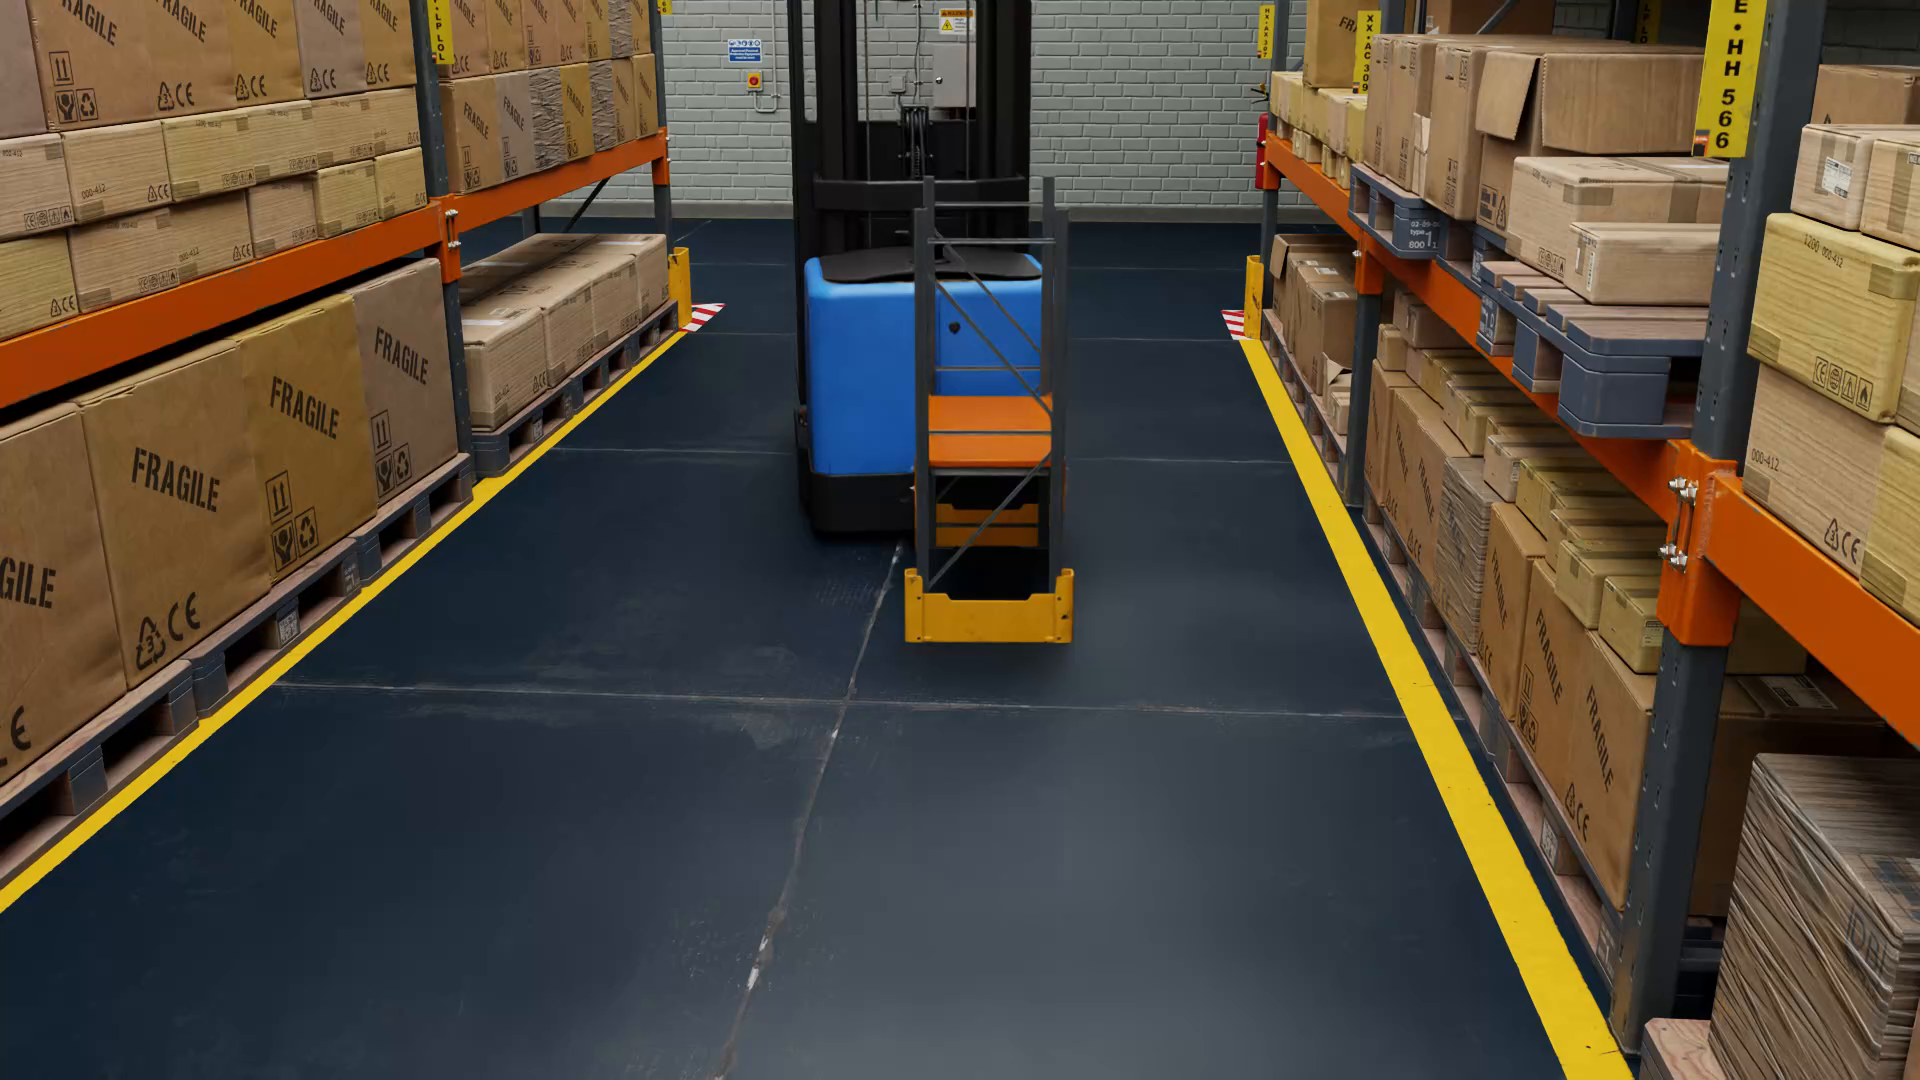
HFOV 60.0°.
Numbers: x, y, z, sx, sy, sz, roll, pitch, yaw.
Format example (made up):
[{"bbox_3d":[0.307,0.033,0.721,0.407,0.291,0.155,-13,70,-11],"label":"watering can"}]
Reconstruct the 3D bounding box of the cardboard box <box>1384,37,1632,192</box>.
[{"bbox_3d":[1.912,-1.510,5.880,0.700,0.500,0.500,1,18,5],"label":"cardboard box"}]

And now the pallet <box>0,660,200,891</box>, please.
[{"bbox_3d":[-2.900,0.645,4.615,1.003,0.211,1.213,1,18,4],"label":"pallet"}]

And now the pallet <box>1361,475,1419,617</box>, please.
[{"bbox_3d":[2.186,0.009,6.556,1.003,0.211,1.213,1,18,4],"label":"pallet"}]

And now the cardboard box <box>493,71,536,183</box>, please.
[{"bbox_3d":[-2.410,-2.023,8.118,0.500,0.500,0.500,1,18,4],"label":"cardboard box"}]

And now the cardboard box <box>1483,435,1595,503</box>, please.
[{"bbox_3d":[1.826,-0.217,5.067,0.380,0.149,0.250,0,18,1],"label":"cardboard box"}]

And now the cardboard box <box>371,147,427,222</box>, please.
[{"bbox_3d":[-2.525,-1.463,6.811,0.500,0.250,0.500,1,18,3],"label":"cardboard box"}]

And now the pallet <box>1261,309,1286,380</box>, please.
[{"bbox_3d":[2.432,-1.215,10.293,1.003,0.211,1.213,1,18,4],"label":"pallet"}]

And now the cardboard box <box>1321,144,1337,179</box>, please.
[{"bbox_3d":[2.005,-1.878,8.241,0.380,0.149,0.250,1,18,3],"label":"cardboard box"}]

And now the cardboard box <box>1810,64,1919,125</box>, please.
[{"bbox_3d":[2.113,-0.731,3.500,0.500,0.500,0.500,2,18,7],"label":"cardboard box"}]

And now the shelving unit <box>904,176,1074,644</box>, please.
[{"bbox_3d":[0.106,-0.518,6.096,0.587,1.500,1.083,0,18,0],"label":"shelving unit"}]

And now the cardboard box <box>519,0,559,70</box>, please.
[{"bbox_3d":[-2.379,-2.660,8.457,0.500,0.500,0.500,2,18,5],"label":"cardboard box"}]

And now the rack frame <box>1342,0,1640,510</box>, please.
[{"bbox_3d":[2.206,-1.569,6.895,1.000,3.000,0.127,1,18,4],"label":"rack frame"}]

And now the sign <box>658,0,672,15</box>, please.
[{"bbox_3d":[-1.918,-3.568,10.754,0.100,0.325,0.005,1,18,4],"label":"sign"}]

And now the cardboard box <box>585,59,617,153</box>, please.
[{"bbox_3d":[-2.307,-2.498,9.568,0.500,0.500,0.500,2,18,6],"label":"cardboard box"}]

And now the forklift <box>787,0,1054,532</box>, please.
[{"bbox_3d":[-0.254,-1.840,7.831,1.130,2.935,3.031,-2,18,-6],"label":"forklift"}]

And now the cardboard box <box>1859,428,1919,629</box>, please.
[{"bbox_3d":[1.603,0.033,2.247,0.500,0.250,0.500,1,18,3],"label":"cardboard box"}]

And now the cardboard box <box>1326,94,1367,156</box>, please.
[{"bbox_3d":[2.021,-1.959,7.848,0.500,0.250,0.500,1,18,4],"label":"cardboard box"}]

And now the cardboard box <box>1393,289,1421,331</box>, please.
[{"bbox_3d":[1.976,-0.924,6.746,0.380,0.149,0.250,1,18,3],"label":"cardboard box"}]

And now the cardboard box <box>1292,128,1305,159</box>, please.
[{"bbox_3d":[2.054,-2.197,9.215,0.380,0.149,0.250,1,18,2],"label":"cardboard box"}]

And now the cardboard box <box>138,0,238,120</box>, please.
[{"bbox_3d":[-2.634,-1.578,5.156,0.500,0.500,0.500,2,18,5],"label":"cardboard box"}]

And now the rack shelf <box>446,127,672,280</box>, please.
[{"bbox_3d":[-2.601,-1.958,9.238,1.077,0.370,4.000,1,18,4],"label":"rack shelf"}]

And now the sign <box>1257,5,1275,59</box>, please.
[{"bbox_3d":[1.952,-3.235,10.589,0.100,0.325,0.005,1,18,4],"label":"sign"}]

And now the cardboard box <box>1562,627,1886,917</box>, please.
[{"bbox_3d":[1.736,0.525,3.843,0.500,0.500,0.500,2,18,6],"label":"cardboard box"}]

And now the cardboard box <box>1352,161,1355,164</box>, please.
[{"bbox_3d":[1.974,-1.636,7.502,0.380,0.149,0.250,2,18,5],"label":"cardboard box"}]

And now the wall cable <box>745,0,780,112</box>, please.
[{"bbox_3d":[-2.077,-5.171,16.204,0.585,1.953,0.123,1,18,4],"label":"wall cable"}]

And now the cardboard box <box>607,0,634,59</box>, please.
[{"bbox_3d":[-2.263,-3.126,9.880,0.500,0.500,0.500,1,18,4],"label":"cardboard box"}]

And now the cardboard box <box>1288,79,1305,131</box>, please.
[{"bbox_3d":[2.123,-2.433,9.294,0.500,0.250,0.500,1,18,3],"label":"cardboard box"}]

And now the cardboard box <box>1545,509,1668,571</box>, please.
[{"bbox_3d":[1.754,0.028,4.320,0.380,0.149,0.250,1,18,2],"label":"cardboard box"}]

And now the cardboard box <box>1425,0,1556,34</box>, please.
[{"bbox_3d":[2.579,-2.452,8.149,0.500,0.500,0.500,1,18,2],"label":"cardboard box"}]

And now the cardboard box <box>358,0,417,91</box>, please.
[{"bbox_3d":[-2.526,-2.057,6.618,0.500,0.500,0.500,2,18,6],"label":"cardboard box"}]

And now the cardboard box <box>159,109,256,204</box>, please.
[{"bbox_3d":[-2.613,-1.227,5.289,0.500,0.250,0.500,2,18,5],"label":"cardboard box"}]

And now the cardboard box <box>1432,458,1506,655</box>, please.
[{"bbox_3d":[1.835,0.046,5.307,0.500,0.500,0.500,1,18,2],"label":"cardboard box"}]

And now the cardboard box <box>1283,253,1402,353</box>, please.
[{"bbox_3d":[2.255,-1.371,9.630,0.700,0.500,0.500,2,18,6],"label":"cardboard box"}]

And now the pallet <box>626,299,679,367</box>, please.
[{"bbox_3d":[-2.437,-1.346,10.692,1.003,0.211,1.213,1,18,4],"label":"pallet"}]

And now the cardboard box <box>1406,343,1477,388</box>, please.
[{"bbox_3d":[1.973,-0.696,6.529,0.380,0.149,0.250,1,18,2],"label":"cardboard box"}]

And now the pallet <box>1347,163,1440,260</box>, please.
[{"bbox_3d":[2.040,-1.232,6.175,1.003,0.211,1.213,1,18,4],"label":"pallet"}]

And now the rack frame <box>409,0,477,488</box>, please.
[{"bbox_3d":[-2.745,-1.679,7.230,1.000,3.000,0.127,1,18,4],"label":"rack frame"}]

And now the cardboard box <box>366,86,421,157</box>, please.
[{"bbox_3d":[-2.534,-1.703,6.741,0.500,0.250,0.500,1,18,4],"label":"cardboard box"}]

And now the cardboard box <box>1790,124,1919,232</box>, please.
[{"bbox_3d":[1.603,-0.590,2.705,0.380,0.149,0.250,2,18,6],"label":"cardboard box"}]

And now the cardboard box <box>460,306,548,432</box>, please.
[{"bbox_3d":[-2.593,-0.854,8.151,0.875,0.438,0.875,1,18,3],"label":"cardboard box"}]

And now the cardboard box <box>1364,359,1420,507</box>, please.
[{"bbox_3d":[1.947,-0.436,6.776,0.500,0.500,0.500,2,18,6],"label":"cardboard box"}]

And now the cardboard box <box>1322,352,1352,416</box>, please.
[{"bbox_3d":[1.979,-0.760,8.142,0.396,0.266,0.258,2,18,6],"label":"cardboard box"}]

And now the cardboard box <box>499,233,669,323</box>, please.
[{"bbox_3d":[-2.406,-1.696,10.723,0.875,0.438,0.875,1,18,2],"label":"cardboard box"}]

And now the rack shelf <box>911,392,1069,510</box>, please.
[{"bbox_3d":[0.105,-0.345,6.144,0.538,0.185,1.000,0,18,0],"label":"rack shelf"}]

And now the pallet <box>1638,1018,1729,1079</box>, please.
[{"bbox_3d":[1.822,1.253,2.761,1.003,0.211,1.213,1,18,4],"label":"pallet"}]

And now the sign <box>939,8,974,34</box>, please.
[{"bbox_3d":[-0.033,-5.039,16.158,0.339,0.242,0.001,1,18,4],"label":"sign"}]

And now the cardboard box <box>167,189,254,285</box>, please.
[{"bbox_3d":[-2.651,-0.988,5.361,0.500,0.250,0.500,1,18,4],"label":"cardboard box"}]

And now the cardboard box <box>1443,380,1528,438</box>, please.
[{"bbox_3d":[1.904,-0.454,5.789,0.380,0.149,0.250,1,18,4],"label":"cardboard box"}]

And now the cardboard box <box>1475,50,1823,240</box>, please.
[{"bbox_3d":[1.852,-1.087,4.582,0.797,0.503,0.637,1,18,3],"label":"cardboard box"}]

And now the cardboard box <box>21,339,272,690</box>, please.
[{"bbox_3d":[-2.831,-0.116,5.198,0.875,0.875,0.875,2,18,5],"label":"cardboard box"}]

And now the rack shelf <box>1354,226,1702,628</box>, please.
[{"bbox_3d":[2.063,-0.606,5.112,1.077,0.370,4.000,1,18,4],"label":"rack shelf"}]
